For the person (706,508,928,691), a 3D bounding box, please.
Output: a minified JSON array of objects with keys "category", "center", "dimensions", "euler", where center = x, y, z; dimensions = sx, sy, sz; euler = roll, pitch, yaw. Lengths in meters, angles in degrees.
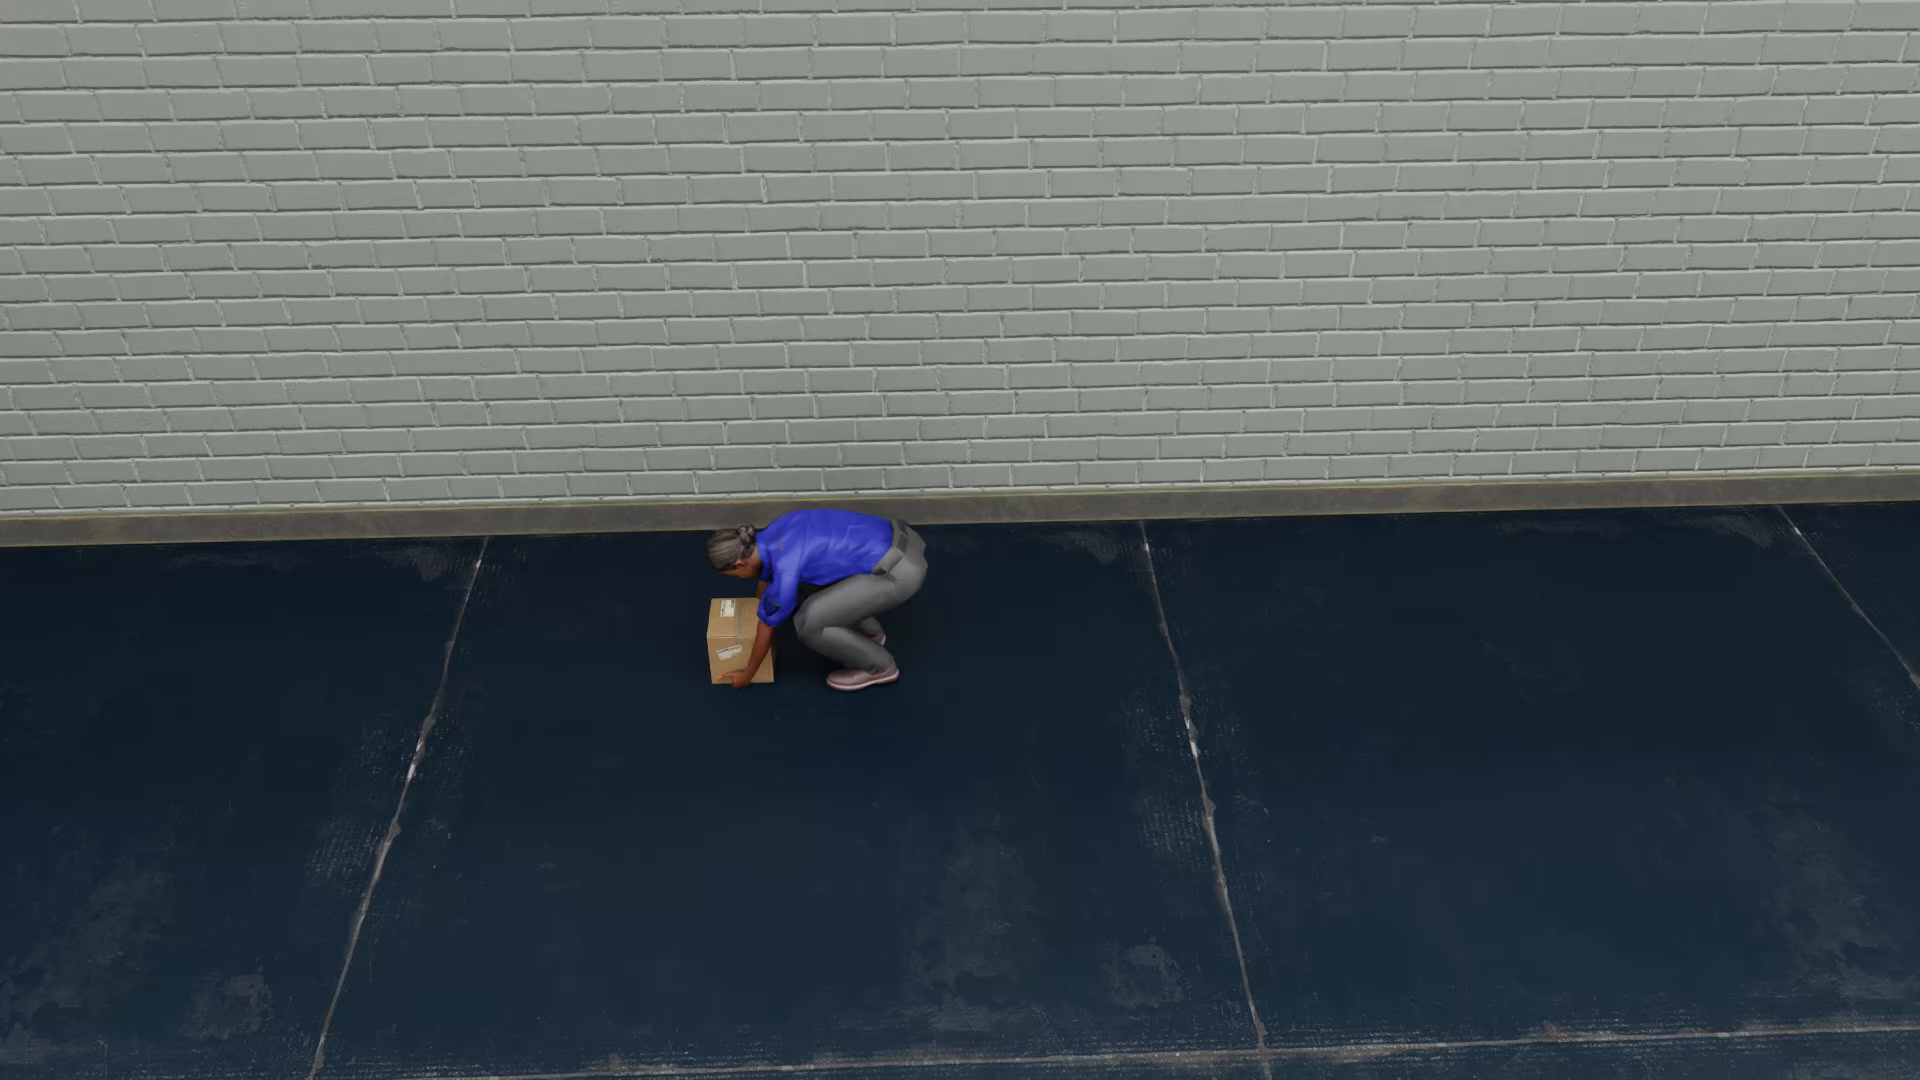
[{"category":"person","center":[-0.559,0.222,6.654],"dimensions":[0.864,0.743,0.451],"euler":[-2,36,-3]}]
